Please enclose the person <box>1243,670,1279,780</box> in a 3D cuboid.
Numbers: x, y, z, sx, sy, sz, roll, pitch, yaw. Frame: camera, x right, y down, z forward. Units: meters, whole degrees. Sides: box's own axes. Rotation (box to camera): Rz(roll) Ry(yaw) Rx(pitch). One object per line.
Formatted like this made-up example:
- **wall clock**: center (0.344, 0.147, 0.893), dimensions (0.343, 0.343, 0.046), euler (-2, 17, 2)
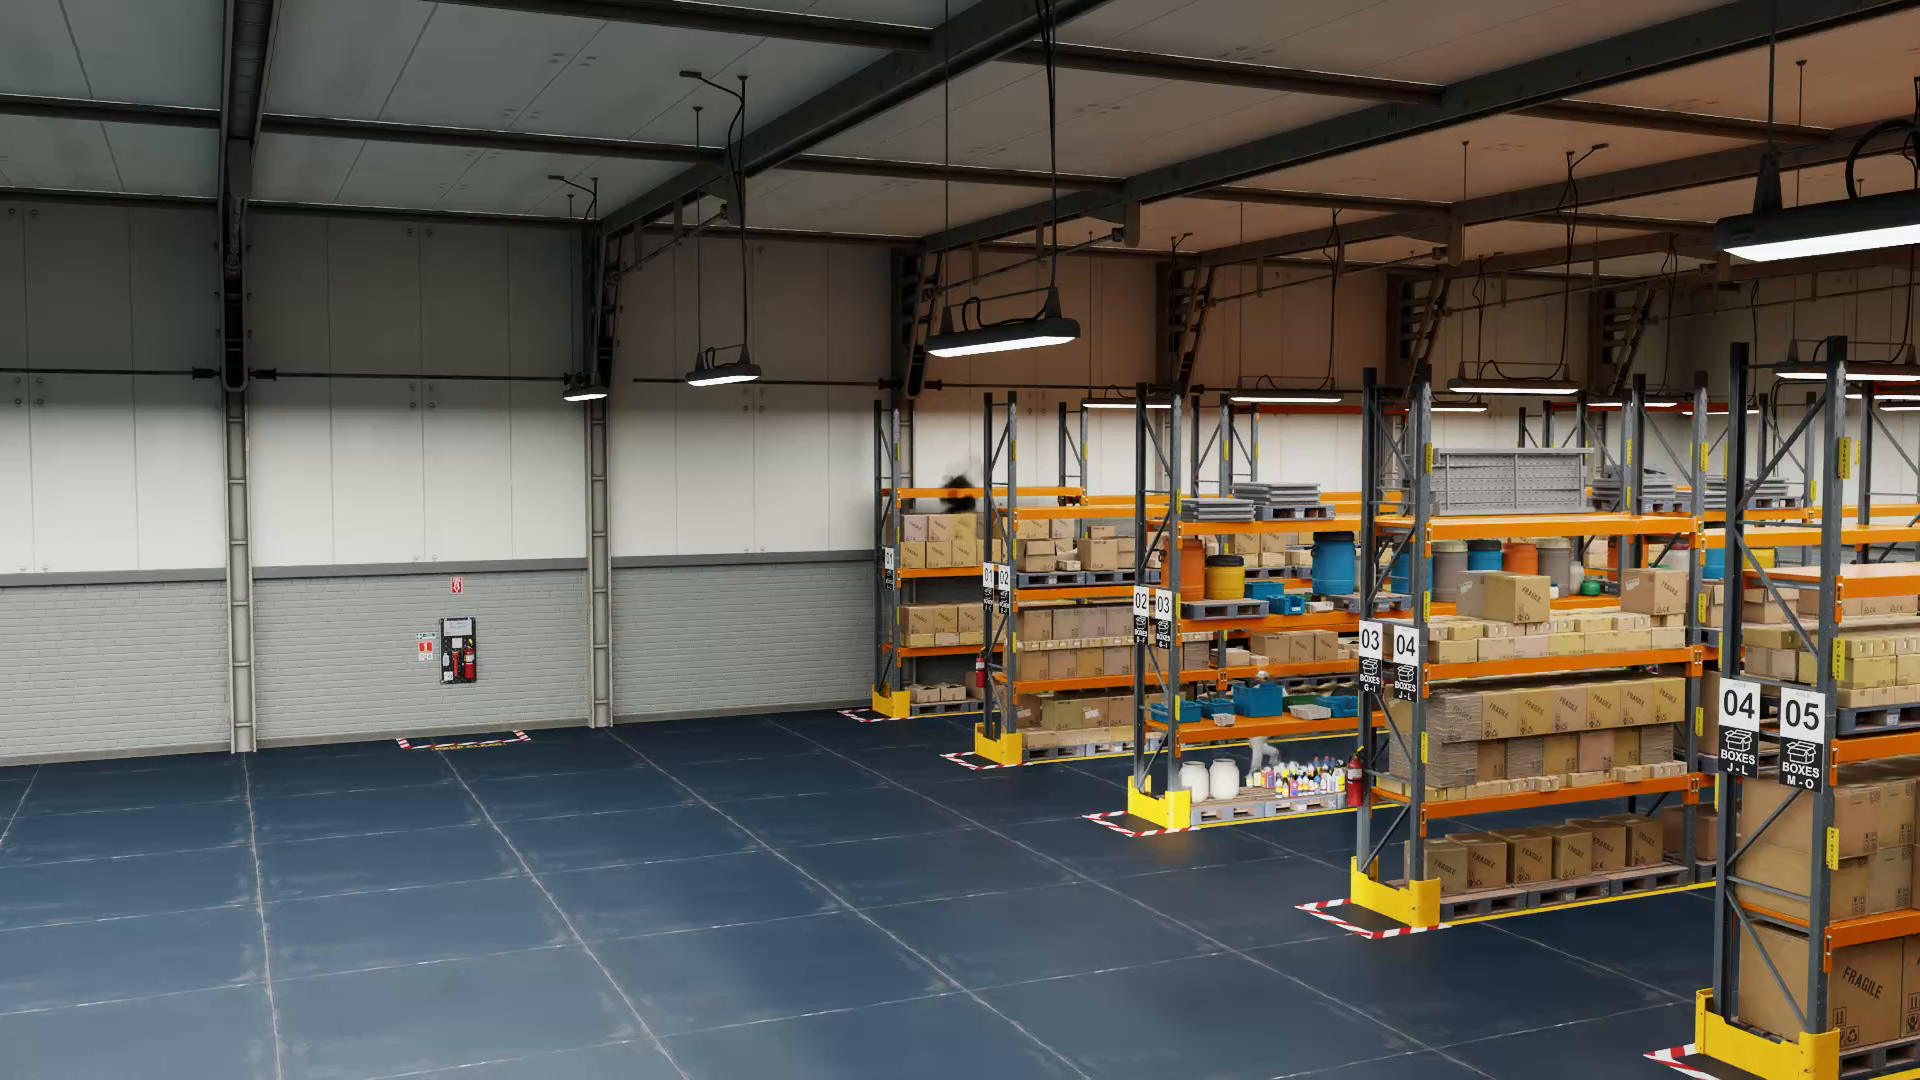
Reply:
- **person**: center (4.699, 2.846, 25.776), dimensions (0.849, 1.659, 0.607), euler (-2, 4, -35)
